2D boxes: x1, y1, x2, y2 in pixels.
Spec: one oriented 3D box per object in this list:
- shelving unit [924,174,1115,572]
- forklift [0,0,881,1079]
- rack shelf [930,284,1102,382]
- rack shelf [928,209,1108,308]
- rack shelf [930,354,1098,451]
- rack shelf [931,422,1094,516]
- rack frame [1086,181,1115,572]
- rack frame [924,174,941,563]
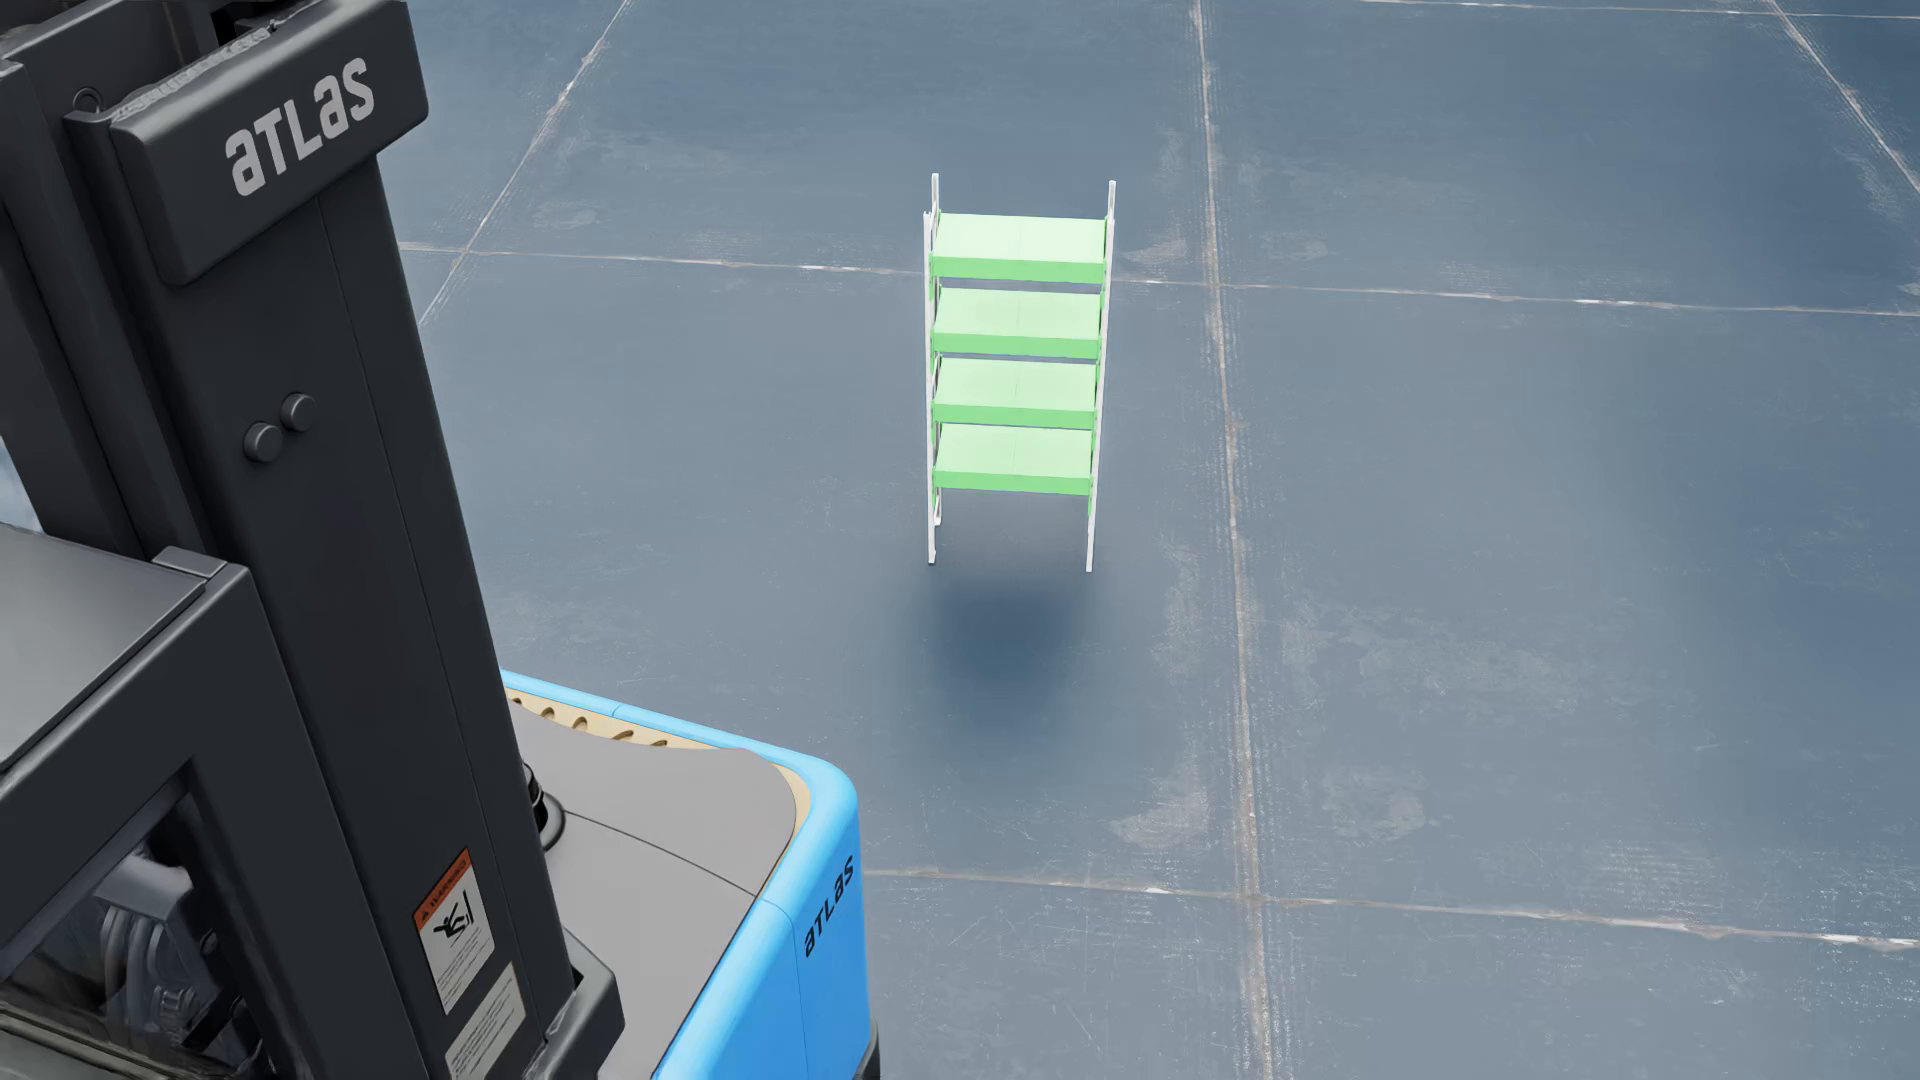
[{"bbox_3d":[0.165,-0.456,4.860,0.503,1.200,0.258,3,39,4],"label":"shelving unit"},{"bbox_3d":[-1.162,0.879,1.849,1.130,2.935,3.031,13,41,16],"label":"forklift"},{"bbox_3d":[0.165,-0.593,4.749,0.480,0.148,0.258,3,39,4],"label":"rack shelf"},{"bbox_3d":[0.165,-0.779,4.597,0.480,0.148,0.258,3,39,4],"label":"rack shelf"},{"bbox_3d":[0.165,-0.407,4.900,0.480,0.148,0.258,3,39,4],"label":"rack shelf"},{"bbox_3d":[0.165,-0.221,5.052,0.480,0.148,0.258,3,39,4],"label":"rack shelf"},{"bbox_3d":[0.408,-0.443,4.844,0.015,1.200,0.240,3,39,4],"label":"rack frame"},{"bbox_3d":[-0.078,-0.470,4.876,0.015,1.200,0.240,3,39,4],"label":"rack frame"}]
